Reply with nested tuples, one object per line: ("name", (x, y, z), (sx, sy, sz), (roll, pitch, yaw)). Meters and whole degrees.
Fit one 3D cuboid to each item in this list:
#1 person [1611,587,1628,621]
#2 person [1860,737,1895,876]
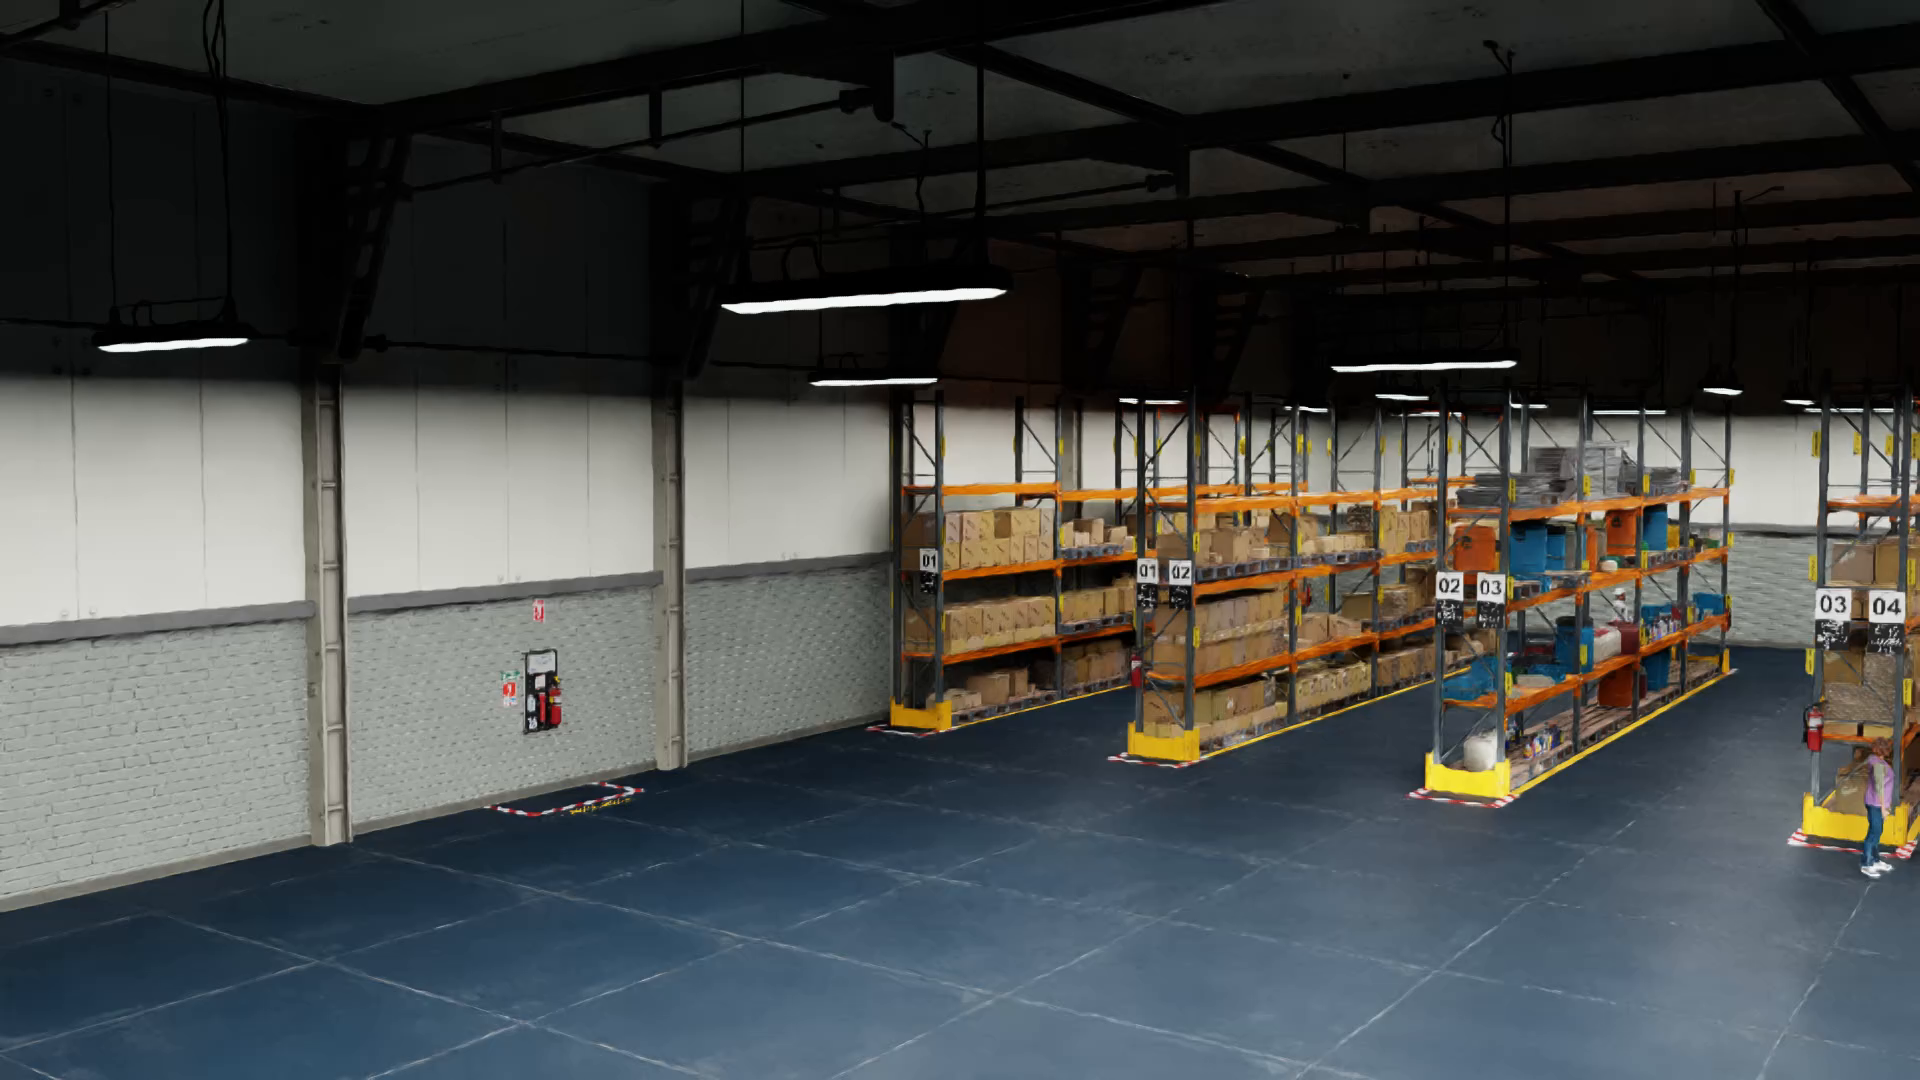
("person", (15.031, 1.969, 37.865), (0.401, 1.771, 0.627), (1, 3, 16))
("person", (10.726, 3.091, 19.415), (0.341, 1.605, 0.558), (2, 4, 27))
